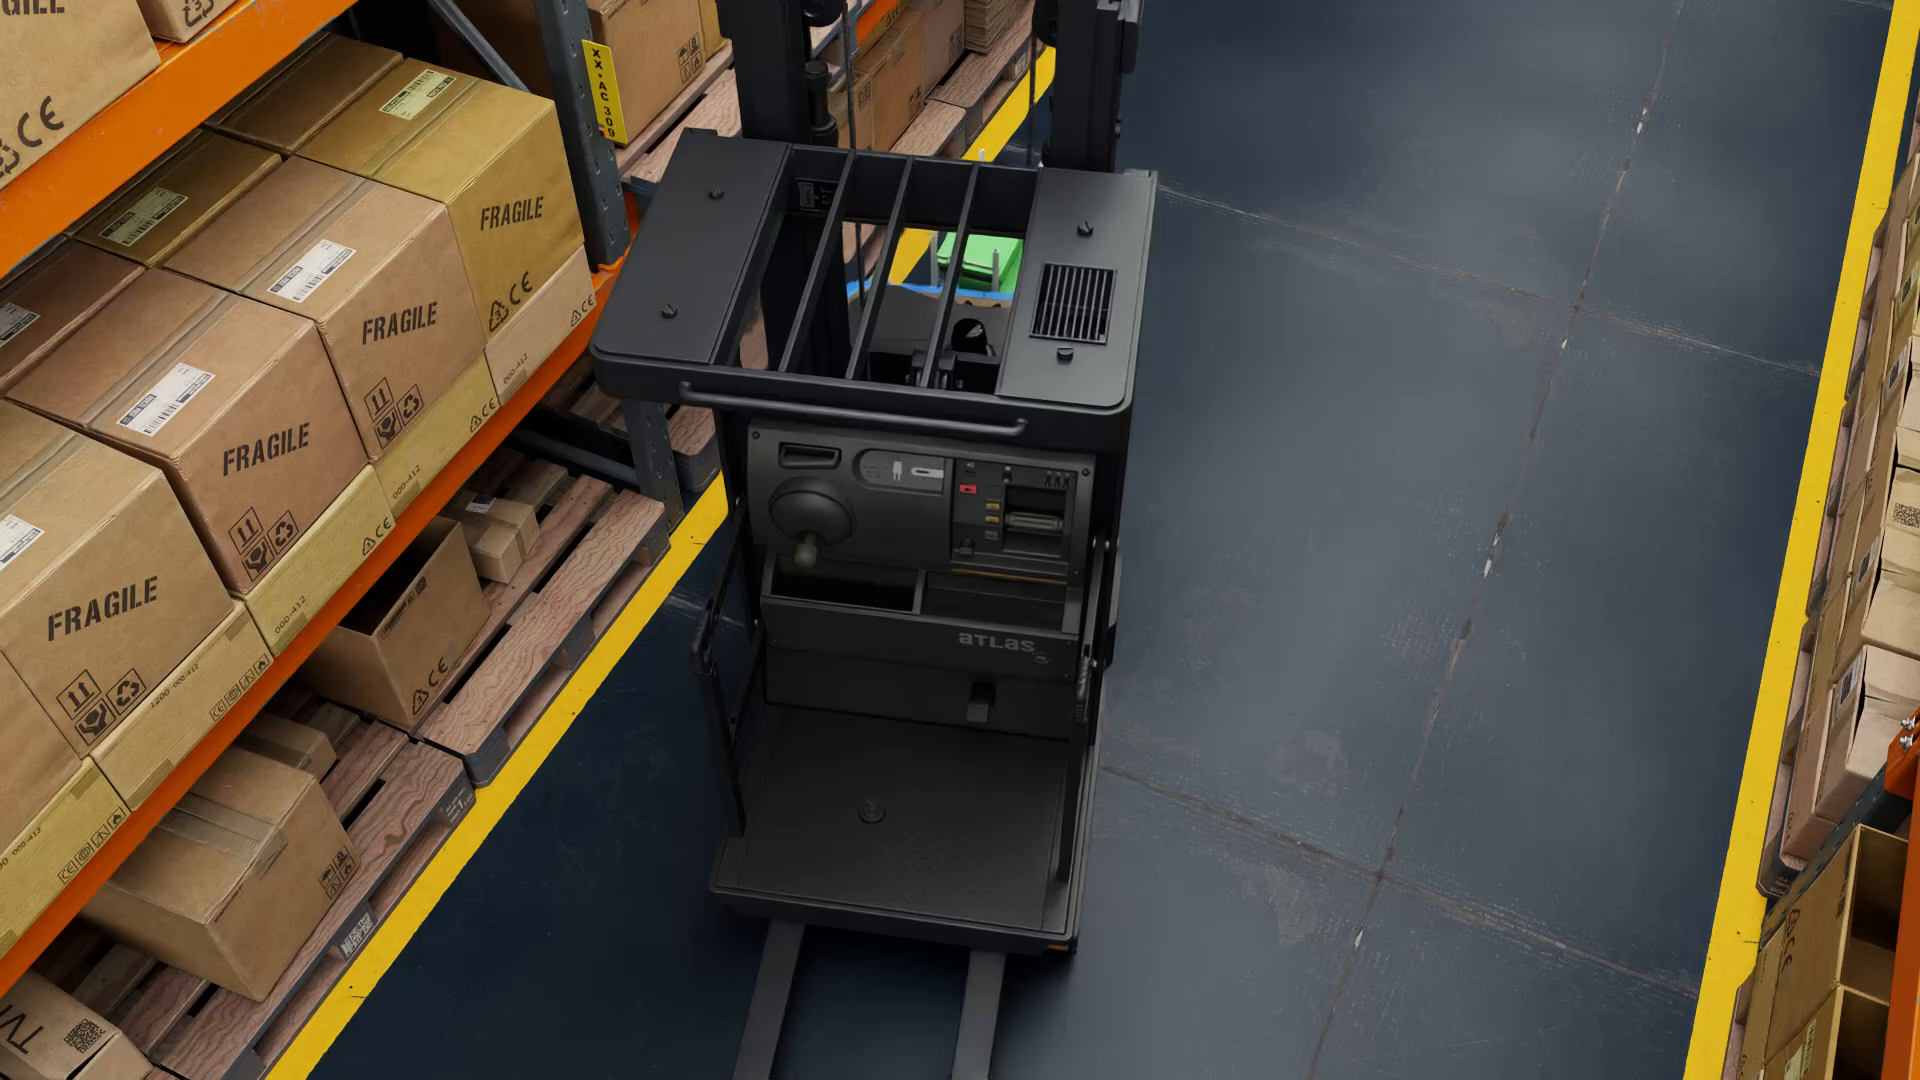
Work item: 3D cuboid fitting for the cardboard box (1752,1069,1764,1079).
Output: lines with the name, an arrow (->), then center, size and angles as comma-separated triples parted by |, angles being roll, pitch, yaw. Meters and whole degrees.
cardboard box -> 2.267, 1.742, 4.328 | 0.500, 0.250, 0.500 | 20, 52, 16

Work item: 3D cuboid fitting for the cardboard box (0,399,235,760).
cardboard box -> -2.100, 0.087, 3.799 | 0.500, 0.500, 0.500 | 21, 53, 17

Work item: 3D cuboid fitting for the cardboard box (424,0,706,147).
cardboard box -> -1.275, -1.700, 5.372 | 0.700, 0.500, 0.500 | 20, 52, 16

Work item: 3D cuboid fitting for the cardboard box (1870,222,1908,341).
cardboard box -> 3.963, -0.964, 6.630 | 0.500, 0.250, 0.500 | 18, 52, 15

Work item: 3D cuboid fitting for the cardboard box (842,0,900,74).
cardboard box -> -0.591, -2.275, 7.076 | 0.500, 0.250, 0.500 | 20, 52, 16

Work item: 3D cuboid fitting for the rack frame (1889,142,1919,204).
rack frame -> 4.666, -2.331, 6.263 | 1.000, 3.000, 0.127 | 20, 52, 16

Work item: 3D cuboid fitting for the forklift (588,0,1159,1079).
forklift -> -0.141, 0.018, 4.310 | 1.130, 2.935, 3.031 | 7, 50, 6

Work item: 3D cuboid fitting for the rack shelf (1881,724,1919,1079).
rack shelf -> 2.103, 2.034, 3.022 | 1.077, 0.370, 4.000 | 20, 52, 16

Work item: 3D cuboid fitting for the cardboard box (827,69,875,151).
cardboard box -> -0.794, -1.740, 7.114 | 0.700, 0.500, 0.500 | 20, 53, 16

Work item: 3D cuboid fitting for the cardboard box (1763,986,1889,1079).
cardboard box -> 2.269, 1.500, 4.041 | 0.500, 0.500, 0.500 | 20, 52, 16

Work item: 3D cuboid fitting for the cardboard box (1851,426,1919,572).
cardboard box -> 3.303, -0.078, 5.508 | 0.500, 0.311, 0.500 | 20, 52, 16

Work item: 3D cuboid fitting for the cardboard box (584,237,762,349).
cardboard box -> -1.224, -1.030, 6.509 | 0.700, 0.500, 0.500 | 21, 53, 17

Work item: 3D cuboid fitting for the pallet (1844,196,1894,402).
pallet -> 4.279, -0.873, 6.854 | 1.003, 0.211, 1.213 | 20, 52, 16

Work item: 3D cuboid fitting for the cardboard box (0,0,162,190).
cardboard box -> -1.946, -1.030, 3.109 | 0.500, 0.500, 0.500 | 18, 52, 15

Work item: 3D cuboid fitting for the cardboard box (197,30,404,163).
cardboard box -> -1.913, -1.131, 4.835 | 0.500, 0.500, 0.500 | 19, 52, 15

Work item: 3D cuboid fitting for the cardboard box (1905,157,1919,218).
cardboard box -> 4.177, -1.492, 6.712 | 0.500, 0.311, 0.500 | 21, 53, 17

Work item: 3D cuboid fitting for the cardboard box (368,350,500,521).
cardboard box -> -1.672, -0.378, 4.687 | 0.500, 0.250, 0.500 | 20, 52, 16

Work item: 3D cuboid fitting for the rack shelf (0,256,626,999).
rack shelf -> -2.378, 0.425, 4.391 | 1.077, 0.370, 4.000 | 20, 52, 16

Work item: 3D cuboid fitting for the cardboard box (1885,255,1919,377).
cardboard box -> 3.740, -0.777, 6.103 | 0.500, 0.311, 0.500 | 19, 52, 15

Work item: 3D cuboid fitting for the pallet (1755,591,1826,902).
pallet -> 3.236, 0.807, 5.424 | 1.003, 0.211, 1.213 | 20, 52, 16

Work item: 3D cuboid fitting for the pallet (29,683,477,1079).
pallet -> -2.298, 1.035, 5.230 | 1.003, 0.211, 1.213 | 20, 52, 16

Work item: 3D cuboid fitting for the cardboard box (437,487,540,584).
cardboard box -> -1.725, -0.032, 5.879 | 0.380, 0.166, 0.250 | 14, 51, 11

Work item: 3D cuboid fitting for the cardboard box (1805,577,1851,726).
cardboard box -> 3.090, 0.451, 5.426 | 0.500, 0.250, 0.500 | 19, 52, 16

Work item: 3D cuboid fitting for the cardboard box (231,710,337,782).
cardboard box -> -2.225, 0.691, 5.276 | 0.380, 0.149, 0.250 | 16, 51, 13

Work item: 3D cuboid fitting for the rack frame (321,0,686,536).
rack frame -> -1.524, -1.185, 5.289 | 1.000, 3.000, 0.127 | 20, 52, 16

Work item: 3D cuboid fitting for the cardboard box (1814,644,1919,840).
cardboard box -> 2.871, 0.625, 4.910 | 0.500, 0.311, 0.500 | 20, 52, 16

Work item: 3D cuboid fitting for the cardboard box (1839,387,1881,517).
cardboard box -> 3.527, -0.251, 6.024 | 0.500, 0.250, 0.500 | 21, 53, 17

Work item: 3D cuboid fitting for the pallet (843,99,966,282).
pallet -> -0.672, -1.661, 7.525 | 1.003, 0.211, 1.213 | 20, 52, 16

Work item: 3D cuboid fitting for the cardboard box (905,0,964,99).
cardboard box -> -0.400, -2.443, 7.711 | 0.700, 0.500, 0.500 | 20, 52, 16

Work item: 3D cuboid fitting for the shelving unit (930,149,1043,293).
shelving unit -> 0.099, -0.775, 6.121 | 0.258, 1.200, 0.503 | 15, 51, 13

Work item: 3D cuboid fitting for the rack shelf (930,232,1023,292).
rack shelf -> 0.099, -1.044, 5.804 | 0.258, 0.148, 0.480 | 15, 51, 13

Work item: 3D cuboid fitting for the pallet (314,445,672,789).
pallet -> -1.778, 0.192, 5.948 | 1.003, 0.211, 1.213 | 20, 52, 16

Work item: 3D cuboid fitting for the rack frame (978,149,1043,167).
rack frame -> 0.180, -0.950, 6.270 | 0.240, 1.200, 0.015 | 15, 51, 13

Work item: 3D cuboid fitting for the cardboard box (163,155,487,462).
cardboard box -> -1.654, -0.614, 4.396 | 0.500, 0.500, 0.500 | 20, 52, 16

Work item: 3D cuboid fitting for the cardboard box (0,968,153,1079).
cardboard box -> -2.612, 1.458, 4.516 | 0.500, 0.311, 0.500 | 24, 54, 19

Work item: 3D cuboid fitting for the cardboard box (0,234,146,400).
cardboard box -> -2.355, -0.434, 4.243 | 0.500, 0.500, 0.500 | 21, 53, 17

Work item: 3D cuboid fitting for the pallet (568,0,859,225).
pallet -> -1.065, -1.602, 5.770 | 1.003, 0.211, 1.213 | 20, 52, 16

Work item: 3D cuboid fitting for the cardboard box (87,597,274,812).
cardboard box -> -2.087, 0.320, 4.093 | 0.500, 0.250, 0.500 | 20, 53, 16
